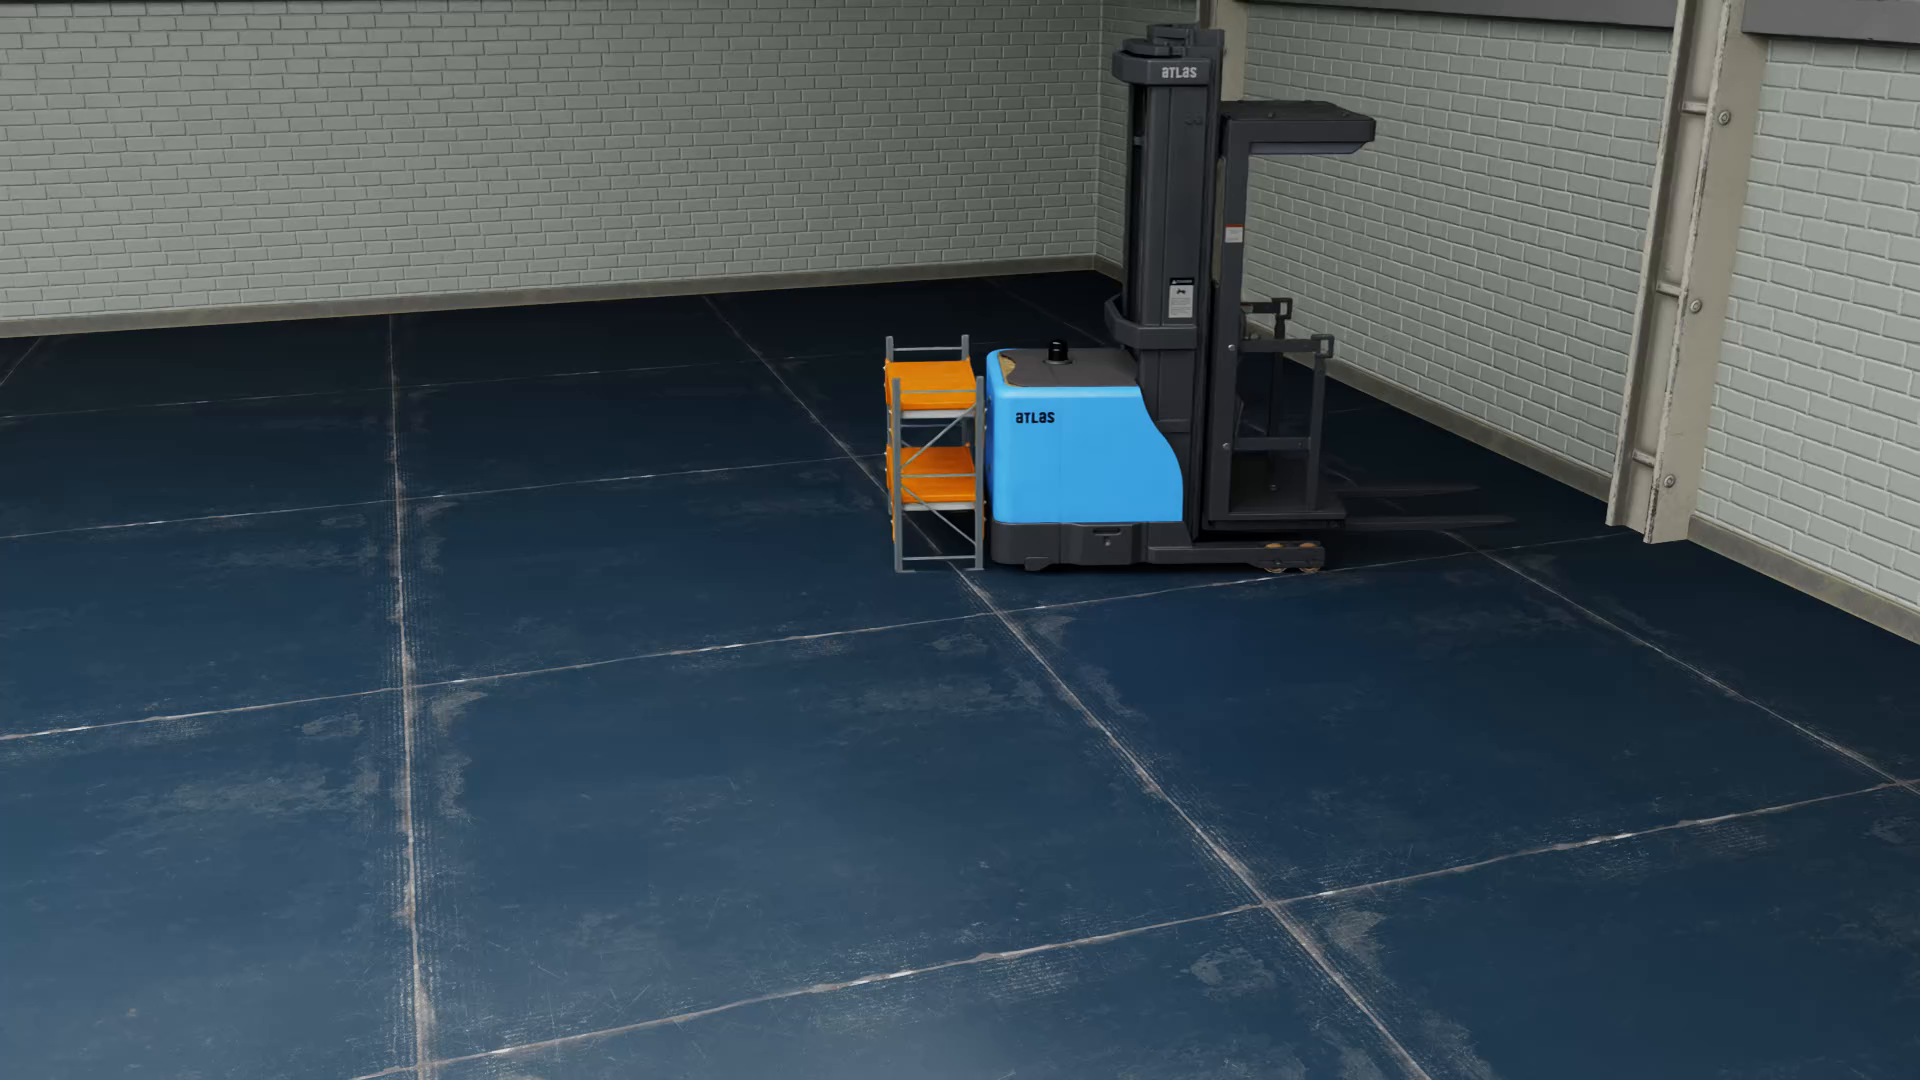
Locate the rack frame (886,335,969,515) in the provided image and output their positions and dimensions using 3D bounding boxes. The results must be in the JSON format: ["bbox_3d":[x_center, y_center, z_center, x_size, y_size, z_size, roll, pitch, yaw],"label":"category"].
[{"bbox_3d":[-0.196,-0.698,10.195,0.500,1.125,0.032,-1,20,-4],"label":"rack frame"}]

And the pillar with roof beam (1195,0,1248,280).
[{"bbox_3d":[-1.807,-5.760,12.641,9.100,9.000,0.400,-6,21,-17],"label":"pillar with roof beam"}]

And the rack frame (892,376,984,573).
[{"bbox_3d":[-0.119,-0.355,9.241,0.500,1.125,0.032,-1,20,-4],"label":"rack frame"}]

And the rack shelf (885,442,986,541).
[{"bbox_3d":[-0.157,-0.296,9.801,0.538,0.278,1.000,-1,20,-4],"label":"rack shelf"}]

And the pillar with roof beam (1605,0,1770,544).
[{"bbox_3d":[0.079,-3.835,7.280,9.100,9.000,0.400,-6,21,-17],"label":"pillar with roof beam"}]

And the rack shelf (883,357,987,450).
[{"bbox_3d":[-0.157,-0.802,9.619,0.538,0.278,1.000,-1,20,-4],"label":"rack shelf"}]

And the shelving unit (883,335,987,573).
[{"bbox_3d":[-0.157,-0.527,9.718,0.538,1.125,1.048,-1,20,-4],"label":"shelving unit"}]

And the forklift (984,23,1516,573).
[{"bbox_3d":[1.673,-1.370,9.395,3.031,2.935,1.130,-1,20,-2],"label":"forklift"}]
